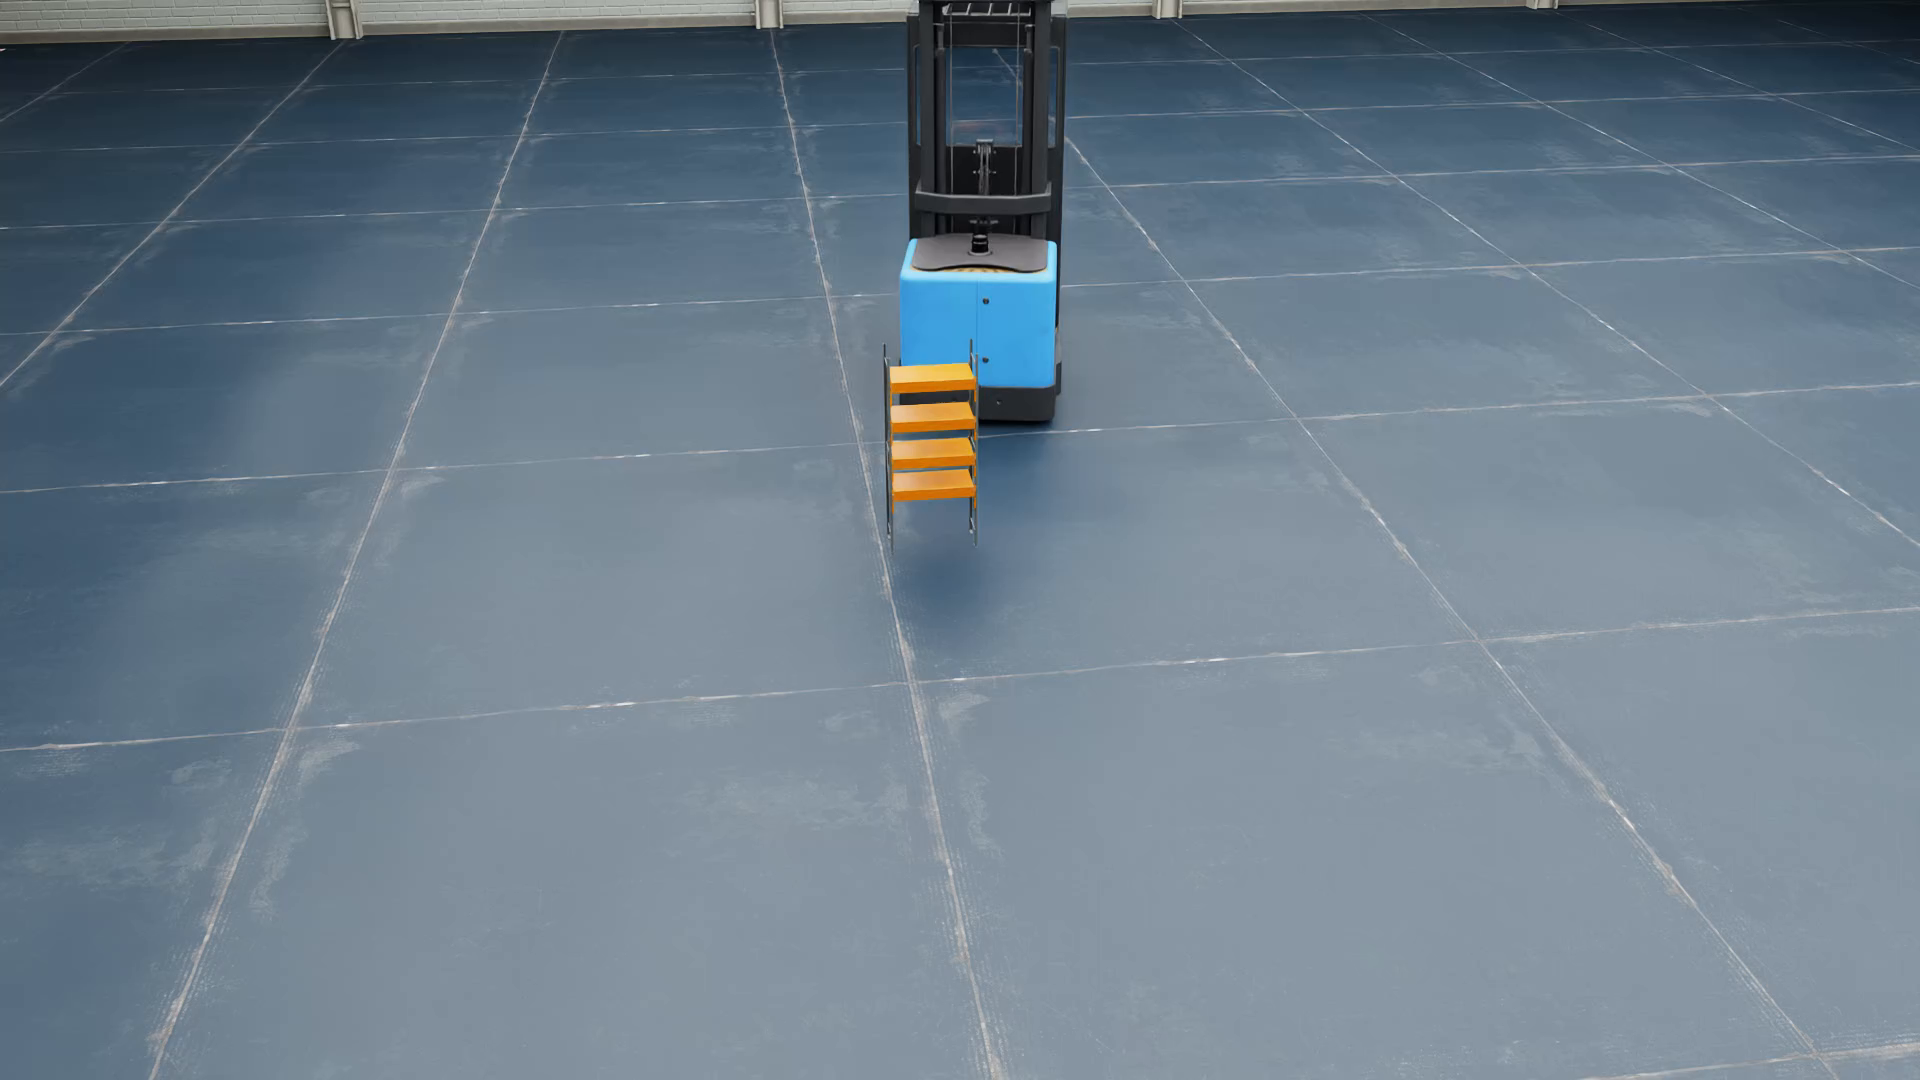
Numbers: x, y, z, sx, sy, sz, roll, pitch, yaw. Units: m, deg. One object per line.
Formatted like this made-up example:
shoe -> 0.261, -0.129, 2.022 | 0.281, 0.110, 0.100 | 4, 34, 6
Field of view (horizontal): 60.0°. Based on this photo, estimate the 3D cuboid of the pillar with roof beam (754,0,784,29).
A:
pillar with roof beam -> -2.204, -9.619, 18.640 | 0.400, 9.000, 9.100 | -4, 27, -7

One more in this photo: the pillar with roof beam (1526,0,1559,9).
pillar with roof beam -> 9.679, -10.383, 20.128 | 0.400, 9.000, 9.100 | -4, 27, -7

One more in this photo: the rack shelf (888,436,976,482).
rack shelf -> -0.164, -0.463, 9.486 | 0.480, 0.148, 0.258 | -4, 27, -7

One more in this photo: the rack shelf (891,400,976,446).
rack shelf -> -0.164, -0.662, 9.384 | 0.480, 0.148, 0.258 | -4, 27, -7

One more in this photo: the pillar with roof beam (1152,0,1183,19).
pillar with roof beam -> 3.738, -10.001, 19.384 | 0.400, 9.000, 9.100 | -4, 27, -7

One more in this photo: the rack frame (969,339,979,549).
rack frame -> 0.078, -0.539, 9.486 | 0.015, 1.200, 0.240 | -4, 27, -7

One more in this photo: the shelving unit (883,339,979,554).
shelving unit -> -0.164, -0.523, 9.456 | 0.503, 1.200, 0.258 | -4, 27, -7

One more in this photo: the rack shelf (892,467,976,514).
rack shelf -> -0.164, -0.287, 9.577 | 0.480, 0.148, 0.258 | -4, 27, -7

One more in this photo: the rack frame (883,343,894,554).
rack frame -> -0.406, -0.508, 9.425 | 0.015, 1.200, 0.240 | -4, 27, -7

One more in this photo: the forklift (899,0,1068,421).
forklift -> 0.196, -2.738, 11.876 | 1.130, 2.935, 3.031 | 1, 27, 3

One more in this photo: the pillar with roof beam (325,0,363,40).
pillar with roof beam -> -8.145, -9.238, 17.896 | 0.400, 9.000, 9.100 | -4, 27, -7

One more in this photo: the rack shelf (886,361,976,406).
rack shelf -> -0.164, -0.873, 9.276 | 0.480, 0.148, 0.258 | -4, 27, -7
